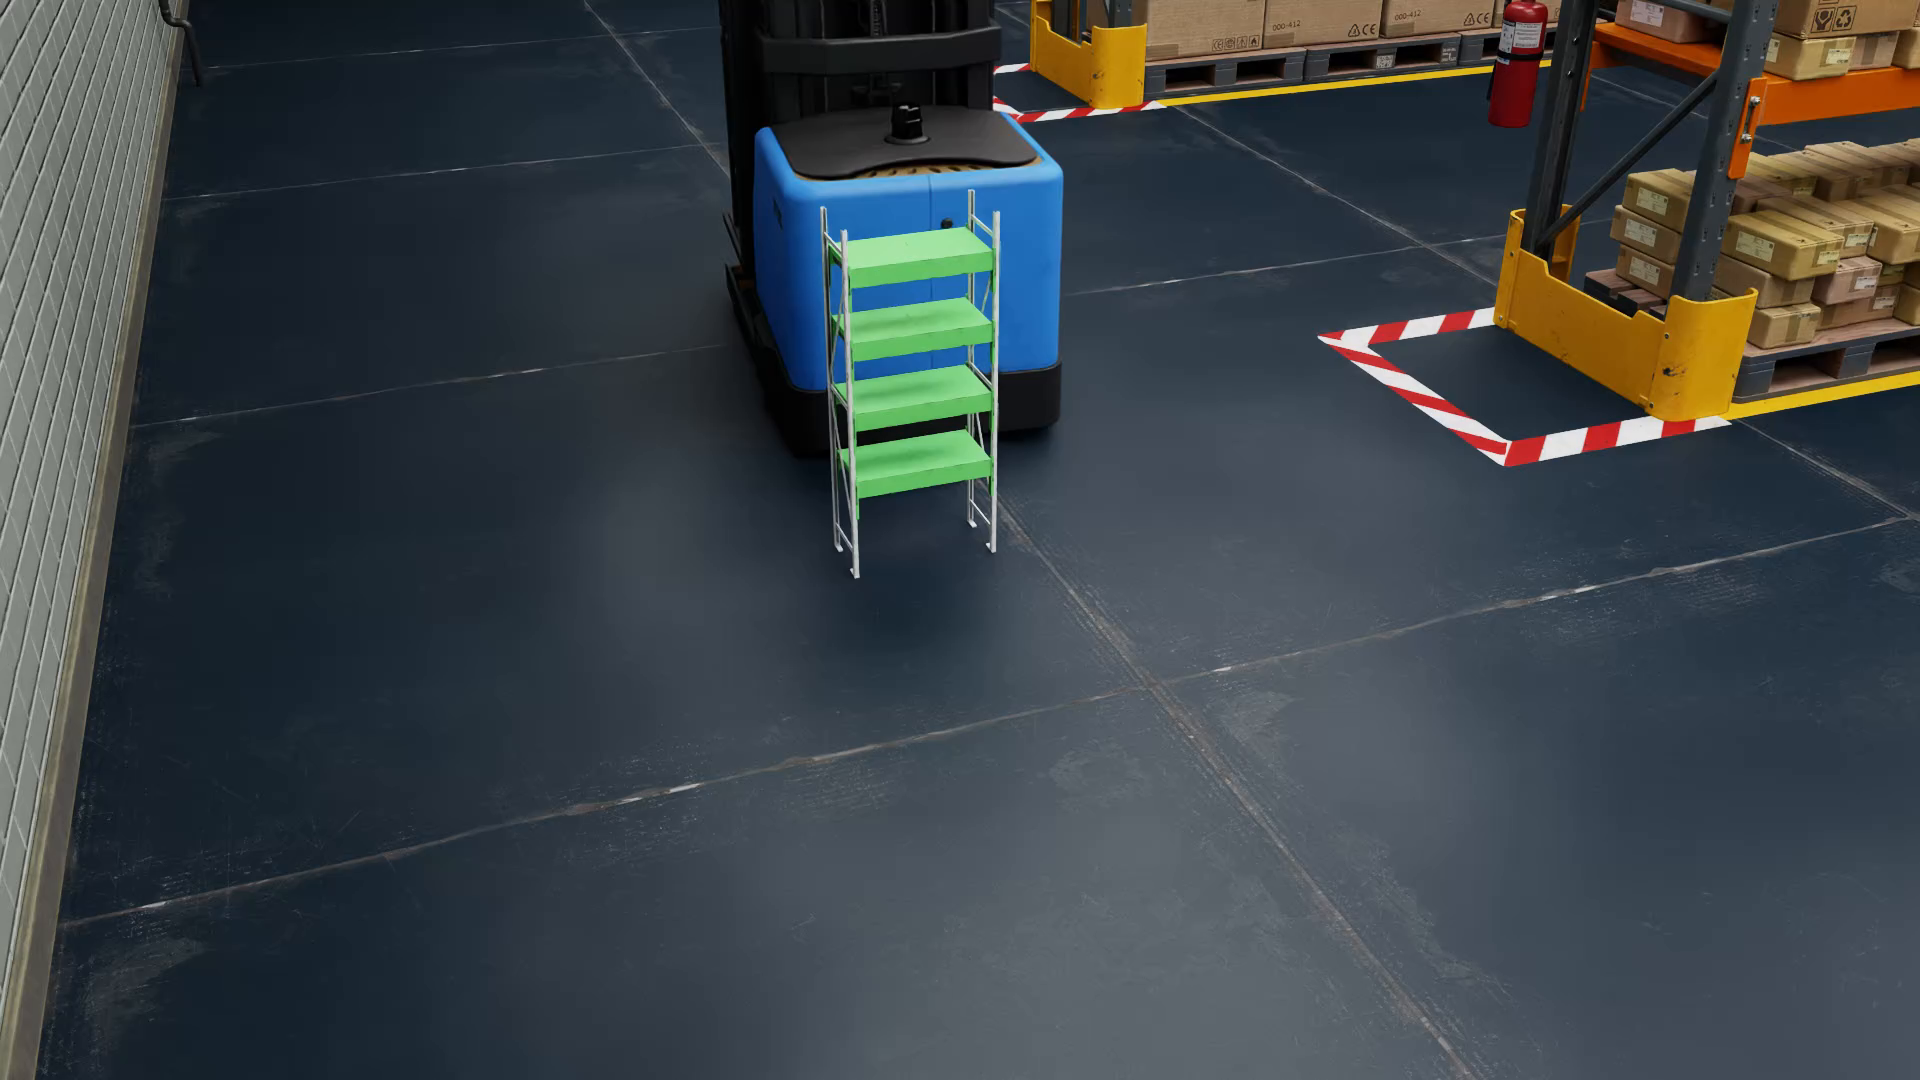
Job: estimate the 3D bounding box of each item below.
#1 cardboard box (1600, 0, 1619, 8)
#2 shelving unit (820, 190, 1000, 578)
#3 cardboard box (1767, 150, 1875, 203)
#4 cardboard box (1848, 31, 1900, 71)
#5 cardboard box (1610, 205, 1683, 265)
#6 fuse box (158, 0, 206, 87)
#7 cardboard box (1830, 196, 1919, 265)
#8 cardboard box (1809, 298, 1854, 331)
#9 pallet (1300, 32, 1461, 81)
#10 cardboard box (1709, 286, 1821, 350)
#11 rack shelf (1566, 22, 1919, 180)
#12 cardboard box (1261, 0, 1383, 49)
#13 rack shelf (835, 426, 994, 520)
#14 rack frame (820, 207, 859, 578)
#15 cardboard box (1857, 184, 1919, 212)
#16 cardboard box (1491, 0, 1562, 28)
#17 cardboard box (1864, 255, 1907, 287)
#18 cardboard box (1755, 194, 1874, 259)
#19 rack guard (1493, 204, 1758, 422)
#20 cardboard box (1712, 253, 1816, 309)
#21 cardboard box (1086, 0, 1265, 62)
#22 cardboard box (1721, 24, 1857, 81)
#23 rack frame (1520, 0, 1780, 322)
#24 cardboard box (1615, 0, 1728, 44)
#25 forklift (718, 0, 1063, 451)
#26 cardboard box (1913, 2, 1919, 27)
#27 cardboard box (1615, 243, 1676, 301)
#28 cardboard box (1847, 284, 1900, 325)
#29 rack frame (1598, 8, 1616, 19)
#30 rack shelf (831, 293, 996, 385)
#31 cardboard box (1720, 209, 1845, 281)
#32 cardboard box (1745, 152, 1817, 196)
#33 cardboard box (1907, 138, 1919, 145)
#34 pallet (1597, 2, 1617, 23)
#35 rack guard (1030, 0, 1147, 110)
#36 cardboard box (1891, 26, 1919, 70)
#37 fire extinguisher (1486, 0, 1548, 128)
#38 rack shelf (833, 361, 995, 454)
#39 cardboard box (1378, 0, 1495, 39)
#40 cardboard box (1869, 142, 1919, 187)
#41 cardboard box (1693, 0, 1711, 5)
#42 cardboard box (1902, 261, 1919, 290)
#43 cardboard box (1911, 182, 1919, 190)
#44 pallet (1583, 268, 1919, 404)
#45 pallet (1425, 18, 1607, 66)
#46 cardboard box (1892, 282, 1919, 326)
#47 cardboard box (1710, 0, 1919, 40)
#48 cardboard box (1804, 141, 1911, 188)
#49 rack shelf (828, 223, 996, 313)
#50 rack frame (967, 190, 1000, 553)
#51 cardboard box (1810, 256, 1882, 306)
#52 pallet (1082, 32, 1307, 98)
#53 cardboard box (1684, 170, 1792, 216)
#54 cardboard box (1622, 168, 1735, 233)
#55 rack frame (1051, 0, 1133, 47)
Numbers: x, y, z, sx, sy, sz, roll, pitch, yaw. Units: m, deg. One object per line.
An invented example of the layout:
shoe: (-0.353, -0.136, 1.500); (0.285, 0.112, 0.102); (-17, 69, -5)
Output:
cardboard box: (5.150, -4.419, 12.198); (0.875, 0.875, 0.875); (-9, 31, -16)
shelving unit: (-0.155, -0.493, 5.403); (0.503, 1.200, 0.258); (-10, 31, -18)
cardboard box: (3.795, -1.593, 7.370); (0.250, 0.149, 0.380); (-12, 32, -20)
cardboard box: (3.311, -1.904, 6.315); (0.250, 0.149, 0.380); (-9, 31, -16)
cardboard box: (3.064, -1.342, 7.231); (0.250, 0.149, 0.380); (-11, 32, -19)
fuse box: (-5.025, -3.781, 10.658); (0.414, 1.711, 0.539); (-10, 31, -18)
cardboard box: (3.775, -1.268, 6.801); (0.250, 0.149, 0.380); (-11, 31, -18)
cardboard box: (3.488, -1.015, 6.957); (0.250, 0.149, 0.380); (-11, 31, -18)
pallet: (2.711, -3.496, 11.674); (1.213, 0.211, 1.003); (-10, 31, -18)
cardboard box: (3.271, -0.932, 6.811); (0.250, 0.149, 0.380); (-10, 31, -17)
rack shelf: (4.543, -2.079, 7.095); (4.000, 0.370, 1.077); (-10, 31, -18)
cardboard box: (2.286, -3.716, 11.407); (0.875, 0.438, 0.875); (-10, 31, -16)
rack shelf: (-0.155, -0.229, 5.553); (0.480, 0.148, 0.258); (-10, 31, -18)
rack frame: (-0.384, -0.451, 5.329); (0.015, 1.200, 0.240); (-10, 31, -18)
cardboard box: (3.979, -1.350, 6.944); (0.250, 0.149, 0.380); (-12, 32, -20)
cardboard box: (3.971, -4.026, 11.951); (0.875, 0.438, 0.875); (-11, 31, -18)
cardboard box: (3.724, -1.195, 6.972); (0.250, 0.149, 0.380); (-10, 31, -17)
cardboard box: (3.495, -1.284, 6.829); (0.250, 0.149, 0.380); (-10, 31, -17)
rack guard: (2.740, -0.973, 6.953); (0.348, 0.500, 1.175); (-10, 31, -18)
cardboard box: (3.249, -1.090, 6.789); (0.250, 0.149, 0.380); (-9, 31, -16)
cardboard box: (1.431, -3.555, 11.123); (0.875, 0.438, 0.875); (-12, 32, -19)
cardboard box: (3.086, -1.841, 6.204); (0.250, 0.149, 0.380); (-11, 31, -18)
rack frame: (2.669, -2.046, 6.311); (0.127, 3.000, 1.000); (-10, 31, -18)
cardboard box: (2.876, -2.124, 6.702); (0.250, 0.149, 0.380); (-10, 31, -18)
forklift: (-0.459, -2.320, 6.862); (1.130, 2.935, 3.031); (-7, 30, -12)
cardboard box: (3.678, -2.272, 6.306); (0.500, 0.500, 0.500); (-10, 31, -18)
cardboard box: (3.089, -1.177, 7.242); (0.250, 0.149, 0.380); (-10, 31, -17)
cardboard box: (3.718, -1.061, 7.038); (0.250, 0.149, 0.380); (-10, 31, -17)
rack frame: (4.597, -5.016, 11.523); (0.127, 3.000, 1.000); (-10, 31, -18)
rack shelf: (-0.155, -0.646, 5.316); (0.480, 0.148, 0.258); (-10, 31, -18)
cardboard box: (3.278, -1.181, 6.647); (0.250, 0.149, 0.380); (-12, 32, -20)
cardboard box: (3.530, -1.578, 7.343); (0.250, 0.149, 0.380); (-11, 32, -19)
cardboard box: (4.549, -1.717, 7.589); (0.250, 0.149, 0.380); (-10, 31, -17)
pallet: (5.294, -3.972, 12.509); (1.213, 0.211, 1.003); (-10, 31, -18)
rack guard: (0.825, -3.235, 10.923); (0.348, 0.500, 1.175); (-10, 31, -18)
cardboard box: (3.581, -1.925, 6.353); (0.250, 0.149, 0.380); (-11, 32, -19)
fire extinguisher: (2.272, -2.021, 6.722); (0.183, 0.674, 0.296); (-10, 31, -18)
rack shelf: (-0.155, -0.437, 5.434); (0.480, 0.148, 0.258); (-10, 31, -18)
cardboard box: (3.132, -3.871, 11.679); (0.875, 0.438, 0.875); (-11, 32, -19)
cardboard box: (4.313, -1.659, 7.487); (0.250, 0.149, 0.380); (-11, 32, -19)
cardboard box: (3.000, -2.416, 6.558); (0.500, 0.500, 0.500); (-10, 31, -17)
cardboard box: (4.002, -1.189, 6.961); (0.250, 0.149, 0.380); (-9, 31, -16)
cardboard box: (4.242, -1.393, 7.020); (0.250, 0.149, 0.380); (-9, 31, -16)
pallet: (3.514, -0.971, 7.242); (1.213, 0.211, 1.003); (-10, 31, -18)
pallet: (3.857, -3.709, 12.047); (1.213, 0.211, 1.003); (-10, 31, -18)
cardboard box: (3.996, -1.054, 7.026); (0.250, 0.149, 0.380); (-10, 31, -17)
cardboard box: (3.186, -2.168, 6.124); (0.500, 0.500, 0.500); (-9, 31, -15)
cardboard box: (4.027, -1.665, 7.497); (0.250, 0.149, 0.380); (-9, 31, -16)
rack shelf: (-0.155, -0.854, 5.197); (0.480, 0.148, 0.258); (-10, 31, -18)
rack frame: (0.074, -0.535, 5.477); (0.015, 1.200, 0.240); (-10, 31, -18)
cardboard box: (3.525, -1.111, 6.826); (0.250, 0.149, 0.380); (-11, 31, -18)
pallet: (1.570, -3.288, 11.308); (1.213, 0.211, 1.003); (-10, 31, -18)
cardboard box: (3.332, -1.474, 7.162); (0.250, 0.149, 0.380); (-10, 31, -17)
cardboard box: (3.076, -1.457, 7.132); (0.250, 0.149, 0.380); (-10, 31, -17)
rack frame: (0.848, -4.325, 10.311); (0.127, 3.000, 1.000); (-10, 31, -18)
